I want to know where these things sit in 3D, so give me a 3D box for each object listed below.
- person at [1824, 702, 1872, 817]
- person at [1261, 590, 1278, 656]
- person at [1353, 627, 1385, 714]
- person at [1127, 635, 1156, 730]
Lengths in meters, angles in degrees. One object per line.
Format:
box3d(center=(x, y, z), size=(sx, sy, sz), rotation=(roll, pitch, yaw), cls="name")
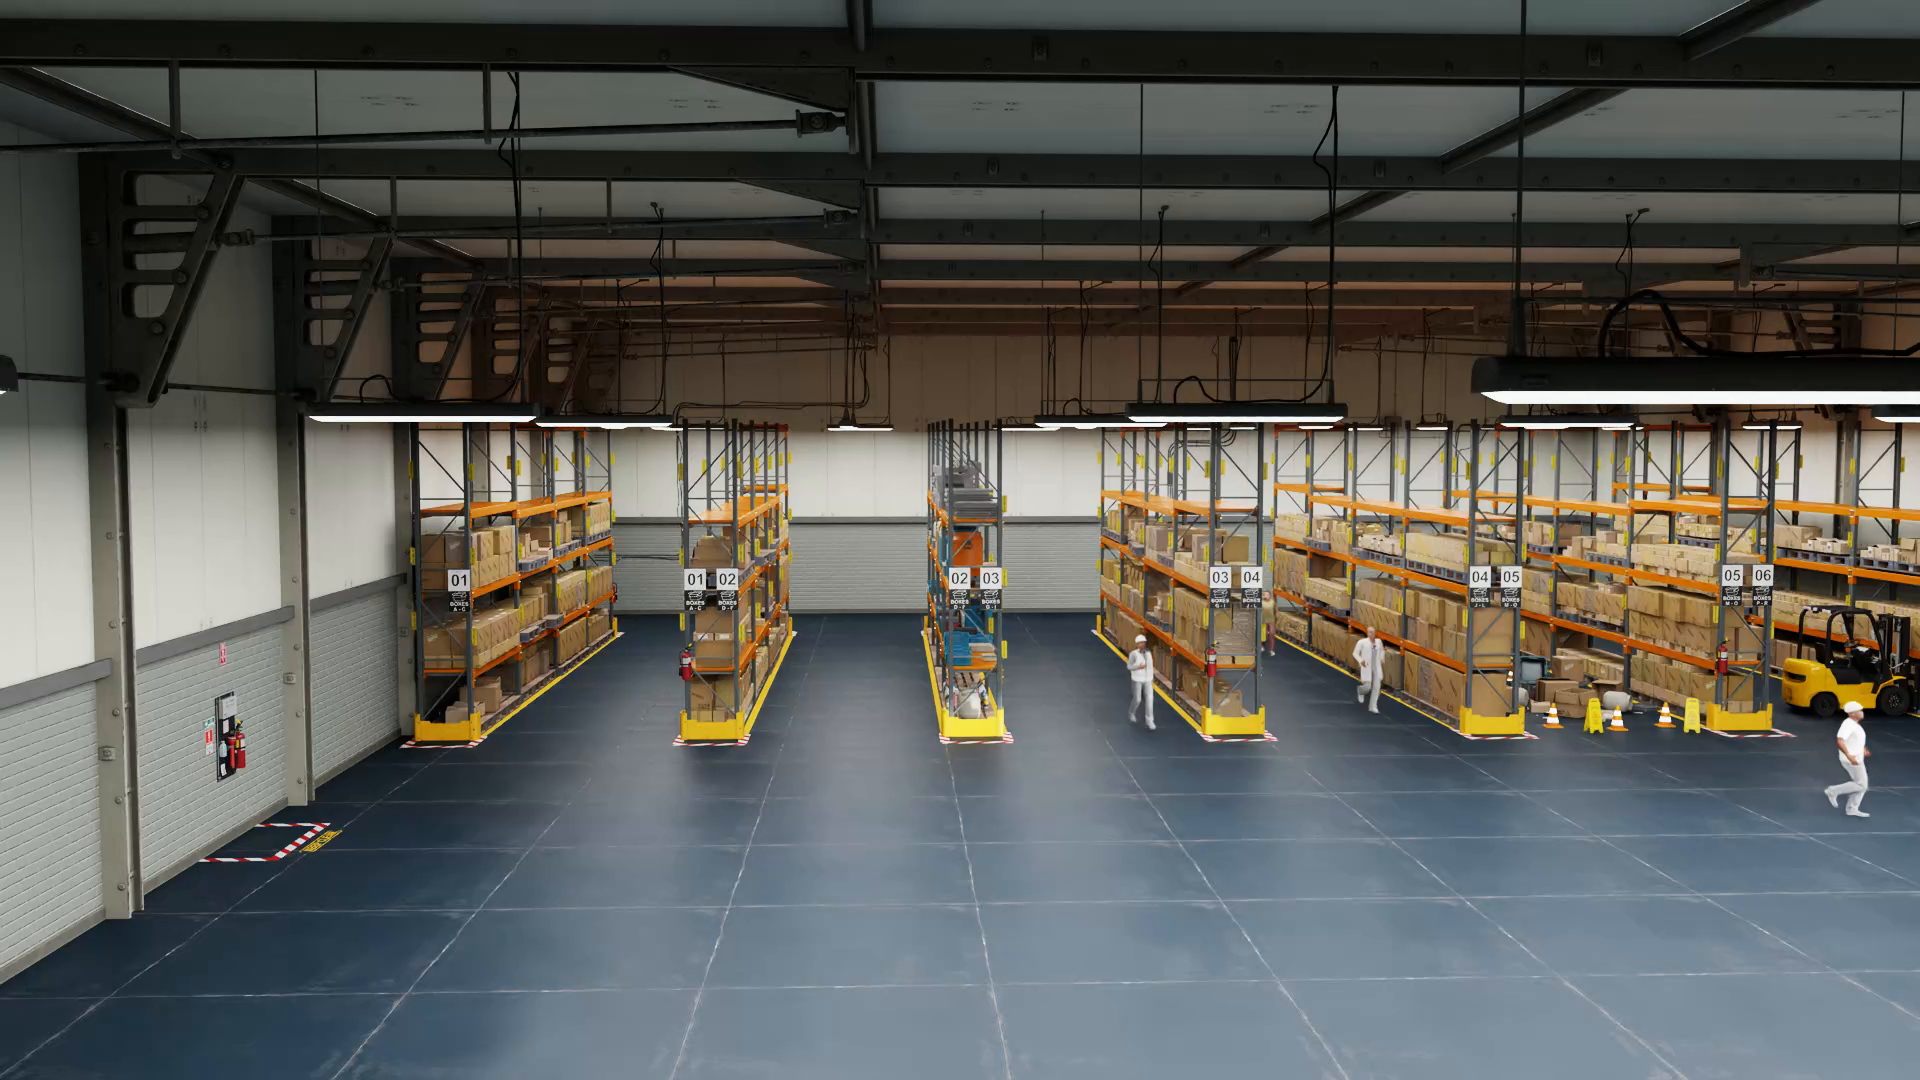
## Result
box3d(center=(13.315, 3.276, 24.910), size=(0.603, 1.727, 0.722), rotation=(2, 4, 33), cls="person")
box3d(center=(7.948, 2.122, 42.910), size=(0.580, 1.640, 1.027), rotation=(0, 4, 2), cls="person")
box3d(center=(8.468, 2.661, 34.322), size=(0.711, 1.754, 0.877), rotation=(0, 4, -7), cls="person")
box3d(center=(3.541, 2.736, 32.339), size=(0.659, 1.776, 0.903), rotation=(-1, 4, -18), cls="person")
